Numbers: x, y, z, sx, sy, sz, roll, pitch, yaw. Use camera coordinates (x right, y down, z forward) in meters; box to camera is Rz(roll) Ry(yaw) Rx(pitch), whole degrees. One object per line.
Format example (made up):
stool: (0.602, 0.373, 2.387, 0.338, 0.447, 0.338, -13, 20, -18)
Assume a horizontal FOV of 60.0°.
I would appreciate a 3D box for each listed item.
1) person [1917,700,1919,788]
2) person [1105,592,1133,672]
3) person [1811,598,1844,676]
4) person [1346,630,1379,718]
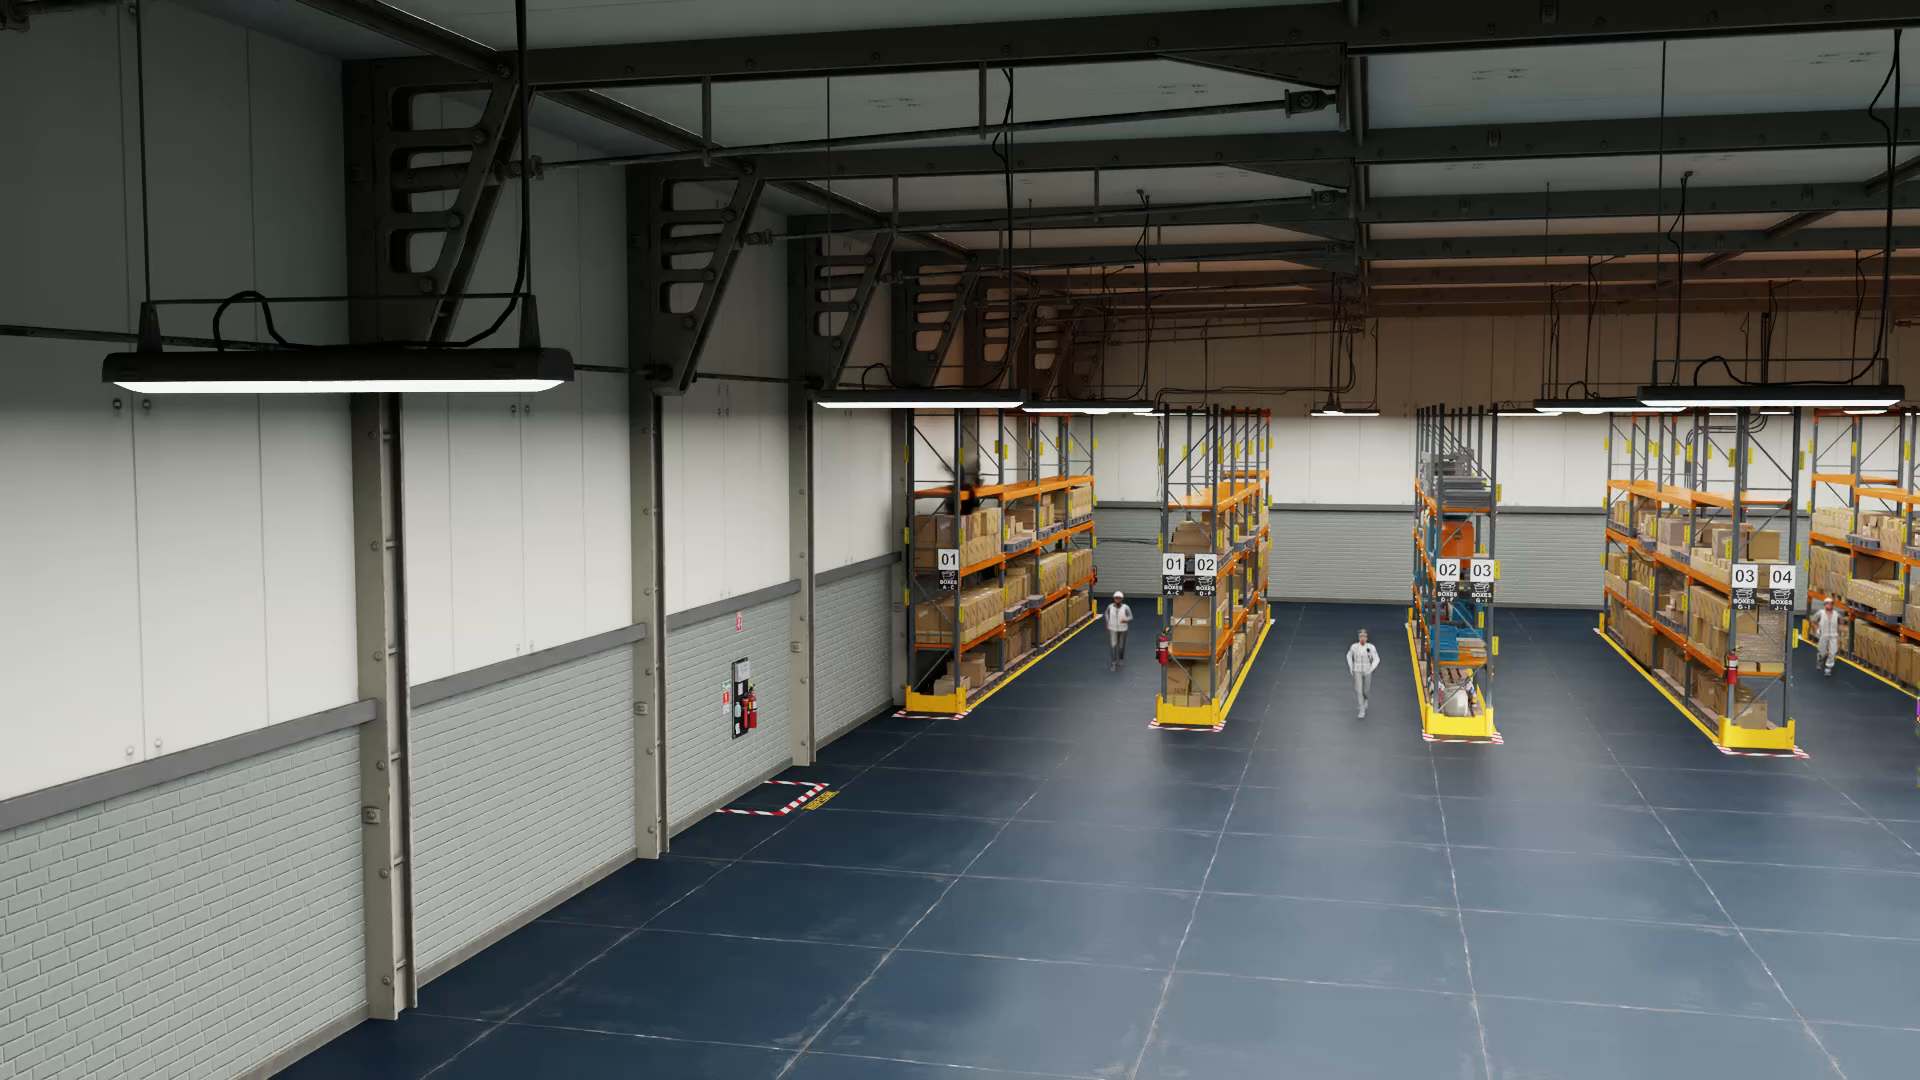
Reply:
person: (15.037, 2.998, 25.621, 0.708, 1.723, 0.517, -3, 5, -36)
person: (3.628, 2.073, 37.954, 0.649, 1.809, 0.834, 1, 4, 9)
person: (19.329, 2.158, 37.037, 0.654, 1.736, 0.621, 1, 4, 16)
person: (7.797, 2.559, 32.197, 0.627, 1.685, 0.775, 1, 4, 15)
